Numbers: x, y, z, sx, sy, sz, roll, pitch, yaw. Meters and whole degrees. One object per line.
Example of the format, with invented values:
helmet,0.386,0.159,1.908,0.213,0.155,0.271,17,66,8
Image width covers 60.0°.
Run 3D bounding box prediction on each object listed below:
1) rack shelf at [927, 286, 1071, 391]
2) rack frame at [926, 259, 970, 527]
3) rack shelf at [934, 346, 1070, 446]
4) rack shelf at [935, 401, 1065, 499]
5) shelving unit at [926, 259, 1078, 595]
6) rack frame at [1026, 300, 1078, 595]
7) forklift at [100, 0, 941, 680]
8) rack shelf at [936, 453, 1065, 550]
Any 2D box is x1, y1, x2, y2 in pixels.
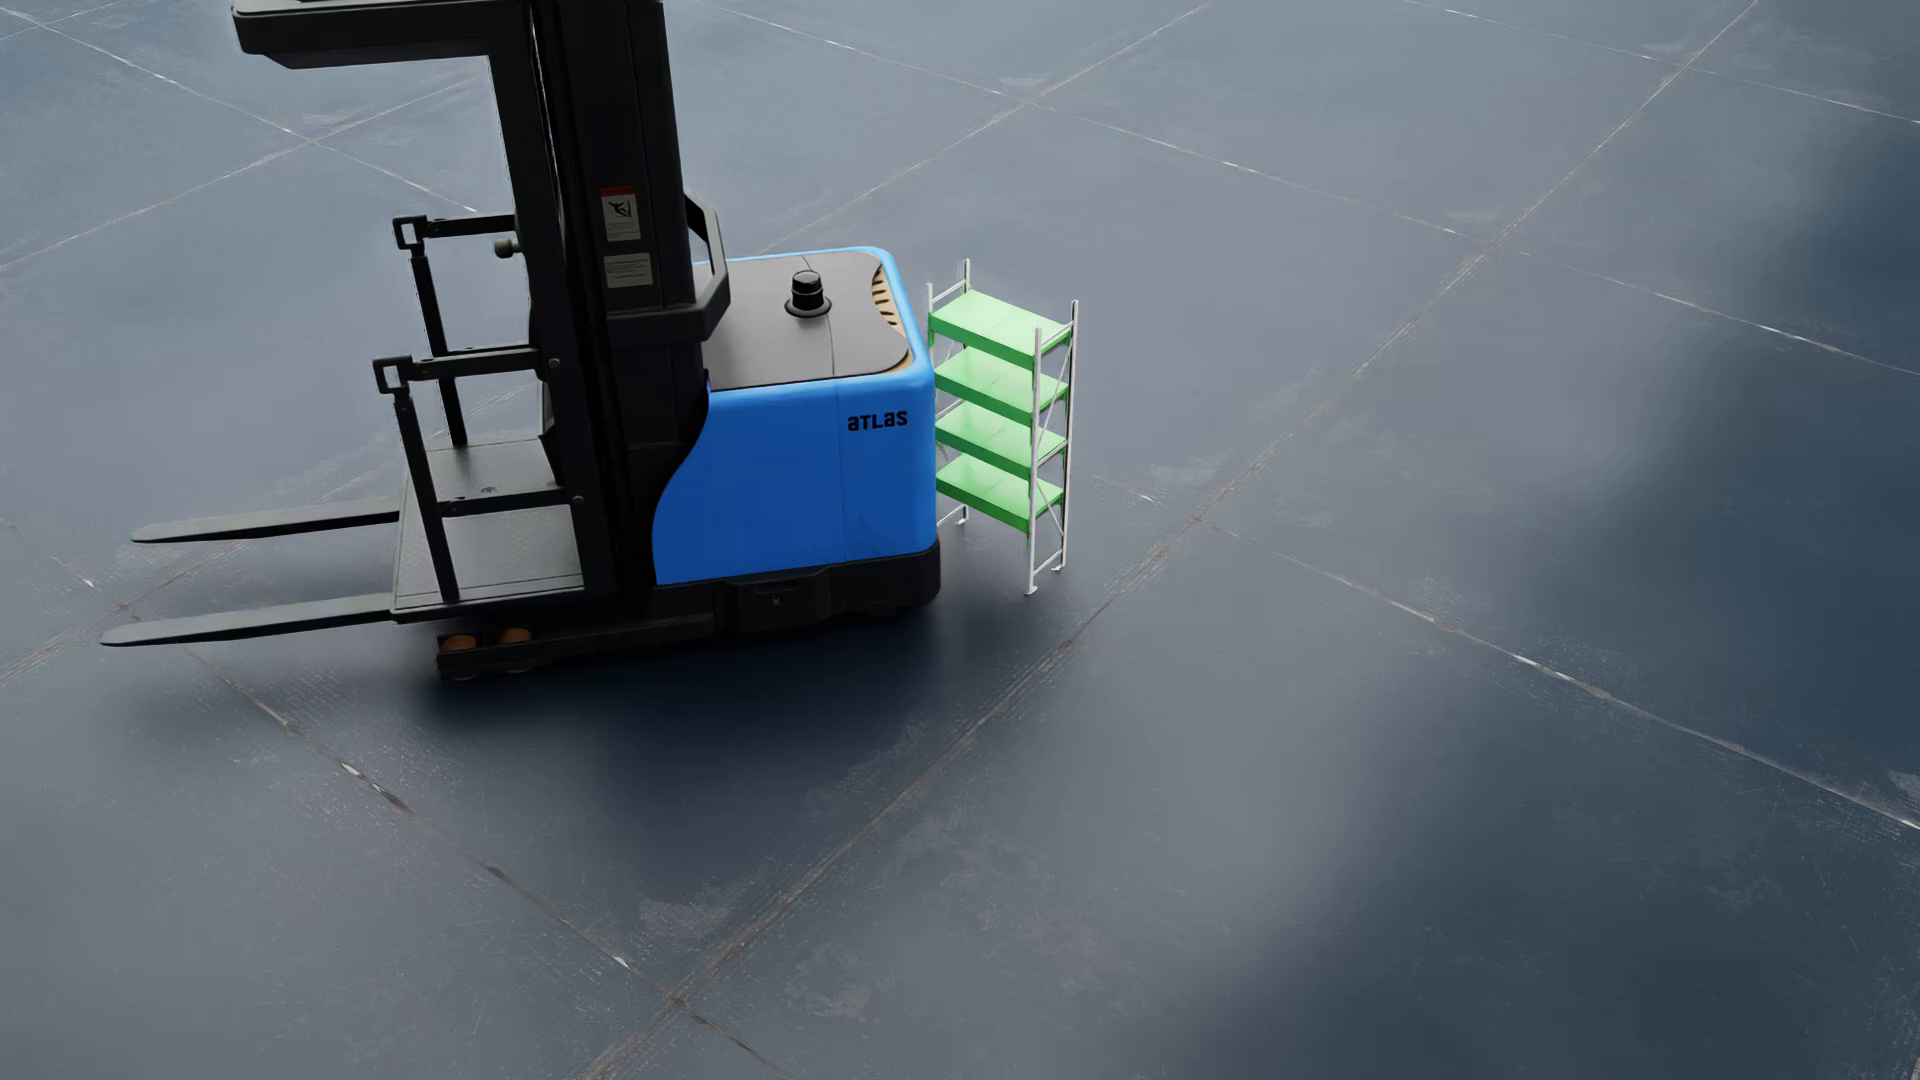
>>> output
rack shelf,0.148,-0.738,6.045,0.480,0.148,0.258,26,45,29
rack frame,-0.044,-0.504,6.420,0.015,1.200,0.240,26,45,29
rack shelf,0.148,-0.549,6.193,0.480,0.148,0.258,26,45,29
rack shelf,0.148,-0.360,6.341,0.480,0.148,0.258,26,45,29
shelving unit,0.148,-0.411,6.301,0.503,1.200,0.258,26,45,29
rack frame,0.339,-0.317,6.182,0.015,1.200,0.240,26,45,29
forklift,-1.645,-0.997,5.645,3.031,2.935,1.130,-7,39,-9
rack shelf,0.148,-0.171,6.489,0.480,0.148,0.258,26,45,29
